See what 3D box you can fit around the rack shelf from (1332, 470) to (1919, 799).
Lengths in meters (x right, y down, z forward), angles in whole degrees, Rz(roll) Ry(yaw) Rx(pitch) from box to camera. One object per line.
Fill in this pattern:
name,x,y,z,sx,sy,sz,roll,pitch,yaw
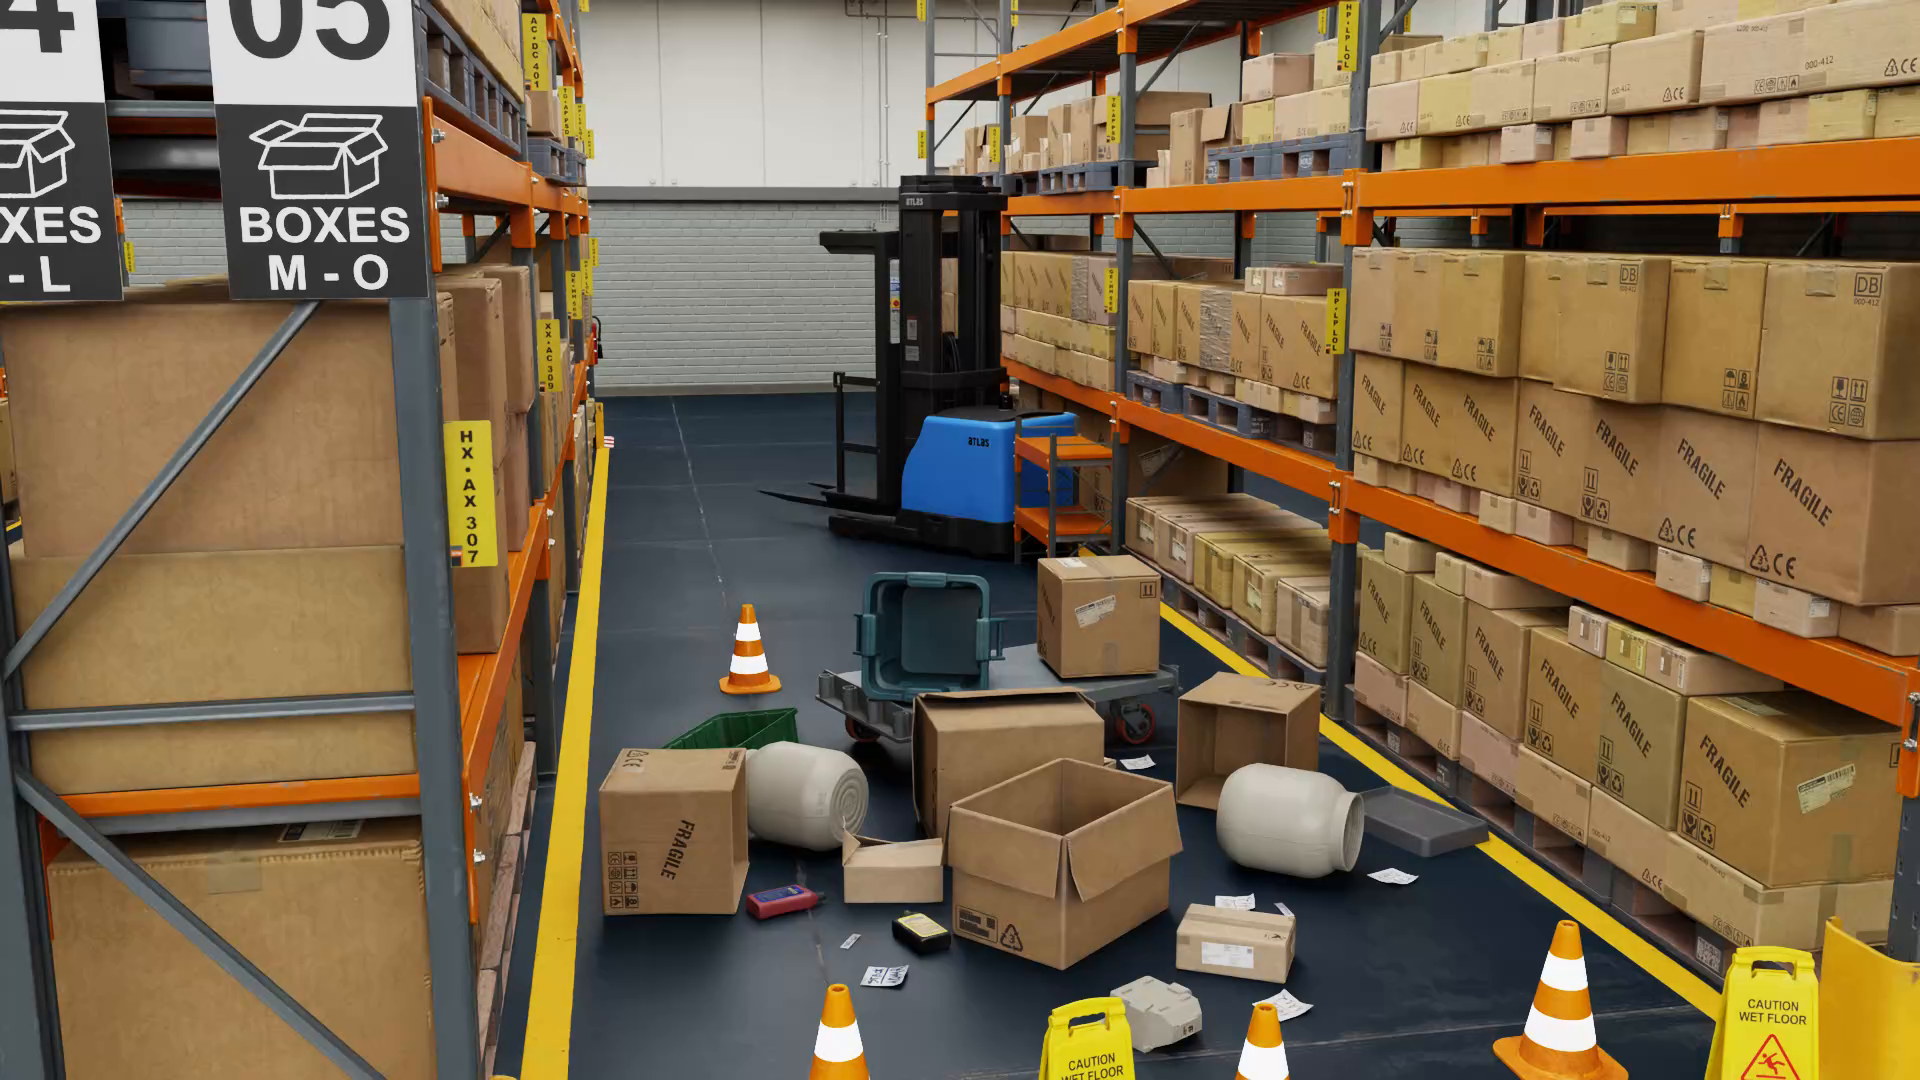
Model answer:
rack shelf,2.819,0.170,6.703,1.077,0.370,4.000,-2,11,-11

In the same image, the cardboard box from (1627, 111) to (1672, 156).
cardboard box,2.643,-1.458,5.982,0.380,0.149,0.250,-2,11,-13

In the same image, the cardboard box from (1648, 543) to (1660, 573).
cardboard box,2.747,0.058,6.042,0.380,0.149,0.250,-2,11,-10

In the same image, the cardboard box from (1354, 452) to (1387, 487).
cardboard box,2.177,-0.357,8.222,0.380,0.149,0.250,-2,11,-11

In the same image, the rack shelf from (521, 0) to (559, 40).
rack shelf,-2.795,-3.115,8.991,1.077,0.370,4.000,-2,11,-11

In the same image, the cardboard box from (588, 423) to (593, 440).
cardboard box,-4.028,-1.131,17.321,0.380,0.149,0.250,-2,11,-10

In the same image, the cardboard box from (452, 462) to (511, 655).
cardboard box,-1.858,0.035,5.090,0.875,0.550,0.550,-2,11,-11

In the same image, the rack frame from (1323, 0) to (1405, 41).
rack frame,4.965,-5.879,20.518,1.000,3.000,0.127,-2,11,-11

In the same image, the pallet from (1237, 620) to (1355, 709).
pallet,2.277,0.677,9.574,1.003,0.211,1.213,-2,11,-11

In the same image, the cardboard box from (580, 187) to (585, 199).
cardboard box,-3.981,-3.501,16.446,0.500,0.250,0.500,-2,11,-9

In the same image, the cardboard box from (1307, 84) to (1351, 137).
cardboard box,2.175,-2.258,8.793,0.500,0.250,0.500,-2,11,-12

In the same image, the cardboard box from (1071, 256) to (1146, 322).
cardboard box,1.187,-2.003,13.256,0.500,0.500,0.500,-2,11,-10

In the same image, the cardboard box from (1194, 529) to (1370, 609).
cardboard box,2.046,0.179,10.637,0.950,0.372,0.625,-2,11,-9

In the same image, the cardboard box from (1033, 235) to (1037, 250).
cardboard box,0.558,-2.973,16.620,0.380,0.149,0.250,-2,11,-10

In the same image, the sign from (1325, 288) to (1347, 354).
sign,1.887,-1.098,8.346,0.100,0.325,0.005,-2,11,-11

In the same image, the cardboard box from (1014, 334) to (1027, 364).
cardboard box,0.803,-1.758,15.314,0.500,0.250,0.500,-2,11,-12

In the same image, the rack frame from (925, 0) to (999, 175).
rack frame,0.096,-5.698,19.566,1.000,3.000,0.127,-2,11,-11

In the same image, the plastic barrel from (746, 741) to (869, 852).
plastic barrel,-0.680,1.066,6.961,0.512,0.421,0.421,6,12,28

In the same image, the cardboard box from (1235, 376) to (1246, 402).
cardboard box,1.875,-0.905,9.977,0.380,0.149,0.250,-2,11,-11

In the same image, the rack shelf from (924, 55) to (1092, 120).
rack shelf,0.485,-4.781,17.743,1.077,0.370,4.000,-2,11,-11

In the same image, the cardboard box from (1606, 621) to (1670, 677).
cardboard box,2.614,0.393,6.102,0.380,0.149,0.250,-2,11,-10

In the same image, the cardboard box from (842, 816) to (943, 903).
cardboard box,-0.265,1.240,6.472,0.396,0.266,0.258,0,11,-1

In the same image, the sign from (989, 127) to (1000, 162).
sign,0.330,-3.763,15.829,0.100,0.325,0.005,-2,11,-11

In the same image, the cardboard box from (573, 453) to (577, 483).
cardboard box,-3.080,-0.567,12.210,0.500,0.250,0.500,-3,11,-14

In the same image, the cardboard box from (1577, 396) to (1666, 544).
cardboard box,2.646,-0.285,6.108,0.500,0.500,0.500,-2,11,-11

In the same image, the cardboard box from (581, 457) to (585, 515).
cardboard box,-3.375,-0.482,13.769,0.500,0.500,0.500,-2,11,-12

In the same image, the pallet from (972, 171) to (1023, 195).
pallet,0.726,-3.598,16.790,1.003,0.211,1.213,-2,11,-11

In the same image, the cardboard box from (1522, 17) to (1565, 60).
cardboard box,2.478,-1.985,6.622,0.380,0.149,0.250,-2,11,-12

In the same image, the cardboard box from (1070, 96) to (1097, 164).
cardboard box,1.273,-3.187,13.006,0.700,0.500,0.500,-3,11,-14

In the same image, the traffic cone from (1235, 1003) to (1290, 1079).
traffic cone,0.837,1.501,4.574,0.336,0.463,0.334,-2,11,-11

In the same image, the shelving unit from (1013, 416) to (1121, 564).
shelving unit,0.769,-0.287,12.196,0.538,1.125,1.048,-2,11,-12

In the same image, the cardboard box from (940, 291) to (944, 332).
cardboard box,0.034,-2.610,19.118,0.500,0.500,0.500,-2,11,-12

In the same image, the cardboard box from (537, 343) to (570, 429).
cardboard box,-2.737,-0.970,10.502,0.500,0.500,0.500,-2,11,-11

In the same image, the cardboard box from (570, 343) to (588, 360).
cardboard box,-3.696,-1.759,15.588,0.380,0.149,0.250,-2,11,-9

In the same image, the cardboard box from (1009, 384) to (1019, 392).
cardboard box,0.323,-1.581,19.710,0.875,0.438,0.875,-3,11,-13

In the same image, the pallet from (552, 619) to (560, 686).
pallet,-2.870,0.655,9.688,1.003,0.211,1.213,-2,11,-11

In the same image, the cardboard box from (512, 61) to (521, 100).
cardboard box,-1.972,-1.856,6.682,0.380,0.149,0.250,-2,11,-10

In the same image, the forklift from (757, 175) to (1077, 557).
forklift,-0.463,-1.518,13.835,3.031,2.935,1.130,10,14,41

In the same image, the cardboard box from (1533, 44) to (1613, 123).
cardboard box,2.542,-1.726,6.327,0.500,0.250,0.500,-2,11,-10

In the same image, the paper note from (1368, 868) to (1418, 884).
paper note,1.724,1.333,6.611,0.142,0.019,0.148,-6,13,-31

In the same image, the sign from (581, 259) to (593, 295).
sign,-3.418,-2.408,15.230,0.100,0.325,0.005,-2,11,-11

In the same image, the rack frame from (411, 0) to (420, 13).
rack frame,-1.628,-2.565,3.105,1.000,3.000,0.127,-2,11,-11

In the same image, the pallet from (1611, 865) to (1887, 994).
pallet,3.070,1.389,5.833,1.003,0.211,1.213,-2,11,-11

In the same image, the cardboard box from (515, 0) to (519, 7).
cardboard box,-2.022,-2.293,6.849,0.380,0.149,0.250,-2,11,-11

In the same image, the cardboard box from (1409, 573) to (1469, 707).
cardboard box,2.396,0.442,7.577,0.500,0.500,0.500,-2,11,-9

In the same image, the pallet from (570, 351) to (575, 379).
pallet,-3.609,-1.352,13.292,1.003,0.211,1.213,-2,11,-11

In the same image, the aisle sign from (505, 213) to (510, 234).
aisle sign,-5.048,-3.832,18.854,0.394,0.787,0.004,-2,11,-11

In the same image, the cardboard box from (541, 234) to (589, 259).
cardboard box,-4.198,-2.976,17.572,0.500,0.500,0.500,-2,11,-8

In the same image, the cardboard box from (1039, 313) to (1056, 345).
cardboard box,0.985,-1.817,14.286,0.500,0.250,0.500,-2,11,-13

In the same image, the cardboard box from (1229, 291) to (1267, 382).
cardboard box,1.923,-1.214,9.864,0.500,0.500,0.500,-2,11,-9

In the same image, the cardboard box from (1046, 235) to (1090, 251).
cardboard box,1.068,-2.943,16.463,0.380,0.149,0.250,-2,11,-12

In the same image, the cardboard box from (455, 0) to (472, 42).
cardboard box,-1.528,-1.437,4.483,0.380,0.149,0.250,-2,11,-11

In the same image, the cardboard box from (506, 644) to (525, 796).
cardboard box,-2.352,0.604,7.060,0.875,0.875,0.875,-2,11,-10

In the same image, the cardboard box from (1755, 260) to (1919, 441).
cardboard box,2.895,-0.588,5.029,0.700,0.500,0.500,-2,11,-12
